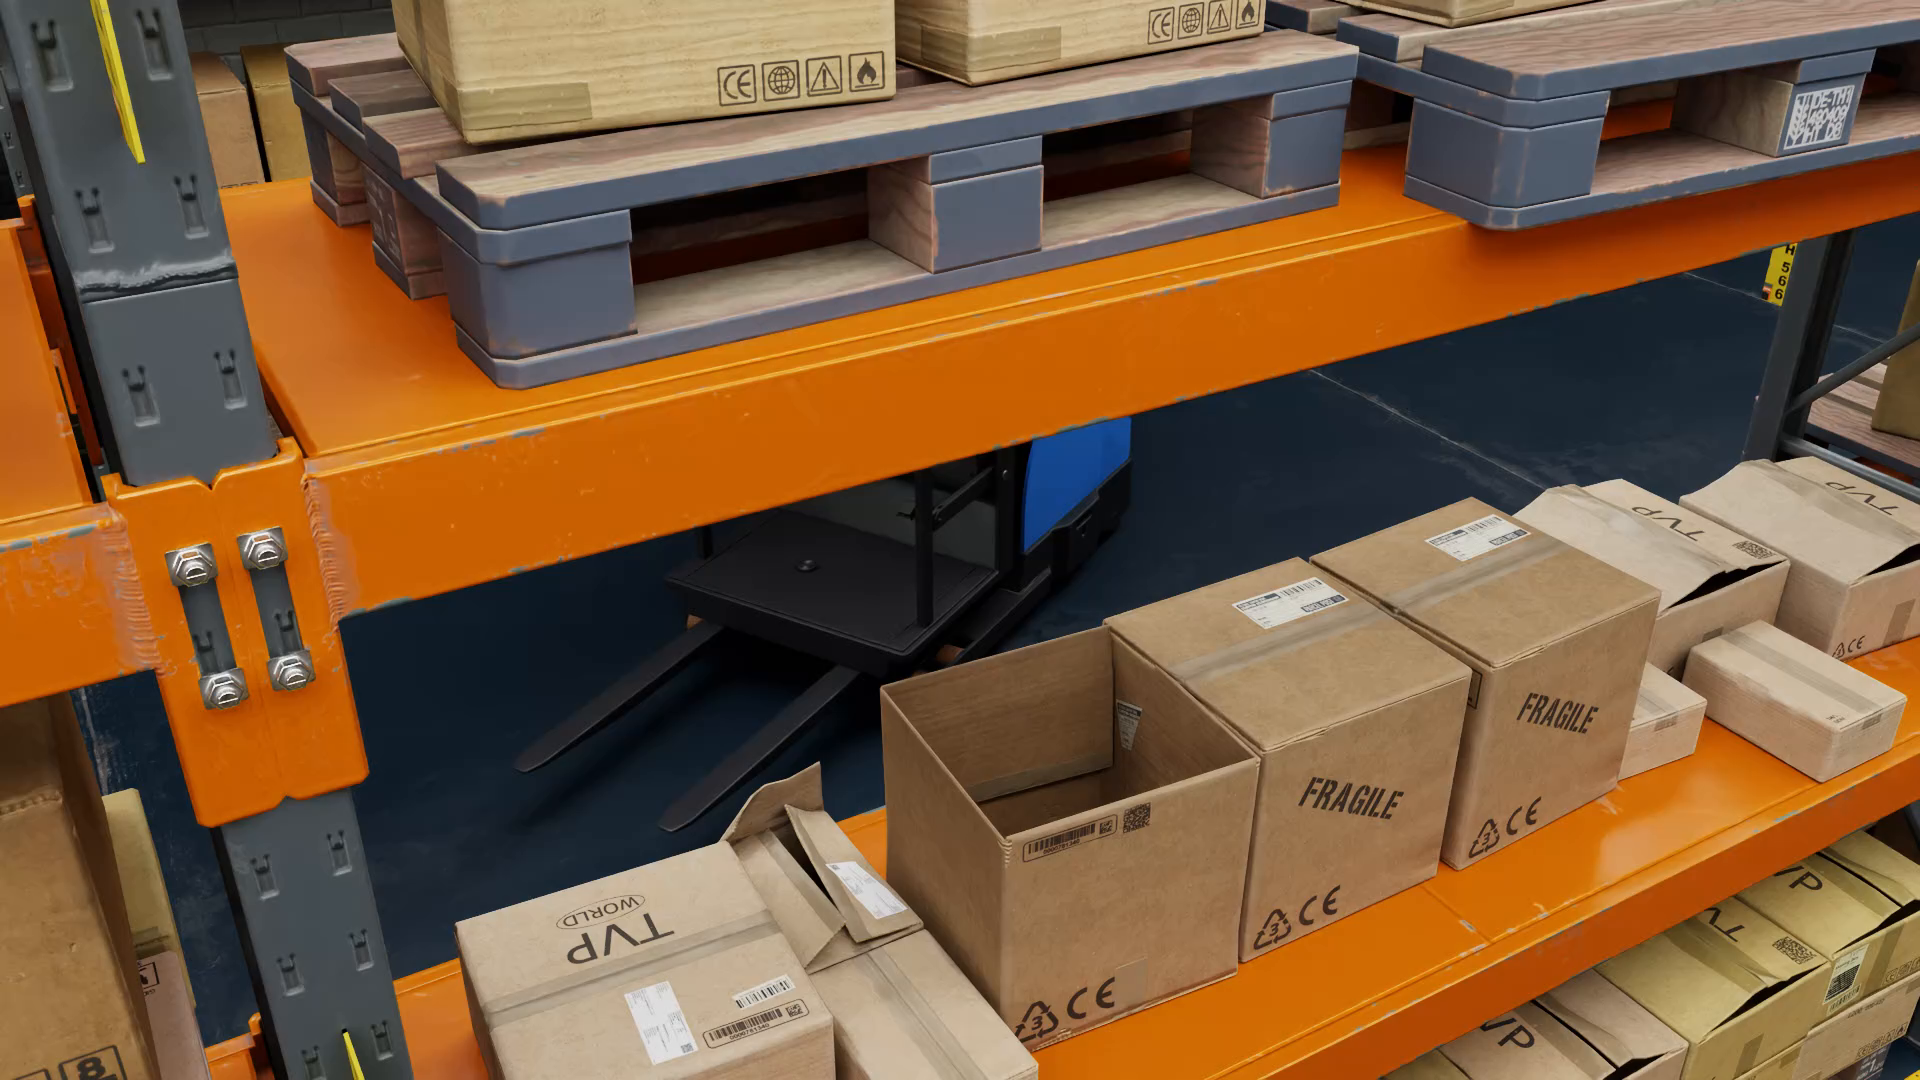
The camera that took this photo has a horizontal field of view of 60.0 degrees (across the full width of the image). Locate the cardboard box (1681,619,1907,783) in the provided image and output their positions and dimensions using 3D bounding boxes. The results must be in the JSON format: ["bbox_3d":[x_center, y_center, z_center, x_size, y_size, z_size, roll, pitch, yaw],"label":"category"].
[{"bbox_3d":[1.874,0.357,3.759,0.250,0.149,0.380,-16,33,-26],"label":"cardboard box"}]

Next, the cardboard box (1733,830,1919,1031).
[{"bbox_3d":[2.182,0.917,4.315,0.500,0.311,0.500,-15,32,-25],"label":"cardboard box"}]

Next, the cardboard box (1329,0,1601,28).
[{"bbox_3d":[0.740,-0.983,2.544,0.500,0.250,0.500,-19,34,-30],"label":"cardboard box"}]

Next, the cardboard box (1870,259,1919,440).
[{"bbox_3d":[2.995,-0.517,4.545,0.700,0.500,0.500,22,36,34],"label":"cardboard box"}]

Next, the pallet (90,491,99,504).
[{"bbox_3d":[-4.014,0.228,6.619,1.213,0.211,1.003,-16,33,-26],"label":"pallet"}]

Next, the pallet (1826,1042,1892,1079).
[{"bbox_3d":[1.779,1.318,4.644,1.213,0.211,1.003,-16,33,-26],"label":"pallet"}]

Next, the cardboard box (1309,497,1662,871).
[{"bbox_3d":[1.071,0.285,3.525,0.500,0.500,0.500,-18,34,-29],"label":"cardboard box"}]

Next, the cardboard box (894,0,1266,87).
[{"bbox_3d":[0.069,-0.823,2.253,0.500,0.250,0.500,-19,34,-31],"label":"cardboard box"}]

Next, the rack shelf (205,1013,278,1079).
[{"bbox_3d":[-2.664,1.695,1.818,4.000,0.370,1.077,-16,33,-26],"label":"rack shelf"}]

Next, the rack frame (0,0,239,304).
[{"bbox_3d":[-0.940,-1.736,1.082,0.127,3.000,1.000,-16,33,-26],"label":"rack frame"}]

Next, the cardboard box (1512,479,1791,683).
[{"bbox_3d":[1.640,0.089,4.077,0.500,0.311,0.500,-16,33,-27],"label":"cardboard box"}]

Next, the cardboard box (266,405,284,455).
[{"bbox_3d":[-2.826,-0.457,7.106,0.500,0.500,0.700,-15,32,-25],"label":"cardboard box"}]

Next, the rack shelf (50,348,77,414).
[{"bbox_3d":[-5.177,-0.368,5.556,4.000,0.370,1.077,-16,33,-26],"label":"rack shelf"}]

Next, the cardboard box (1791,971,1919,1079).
[{"bbox_3d":[2.179,1.162,4.451,0.500,0.250,0.500,-15,32,-25],"label":"cardboard box"}]

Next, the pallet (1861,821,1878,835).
[{"bbox_3d":[3.172,0.965,5.282,1.213,0.211,1.003,-16,33,-26],"label":"pallet"}]

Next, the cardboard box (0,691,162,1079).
[{"bbox_3d":[-1.319,0.390,1.992,0.500,0.500,0.700,-16,33,-26],"label":"cardboard box"}]

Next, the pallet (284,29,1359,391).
[{"bbox_3d":[-0.186,-0.560,2.254,1.217,0.209,0.805,-17,33,-28],"label":"pallet"}]

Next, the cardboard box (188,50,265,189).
[{"bbox_3d":[-2.996,-1.519,6.339,0.500,0.500,0.700,-16,33,-26],"label":"cardboard box"}]

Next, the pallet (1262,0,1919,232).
[{"bbox_3d":[1.007,-0.841,2.760,1.213,0.211,1.003,-14,32,-24],"label":"pallet"}]

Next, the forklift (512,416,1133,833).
[{"bbox_3d":[-0.419,-0.896,5.841,1.130,2.935,3.031,16,33,26],"label":"forklift"}]

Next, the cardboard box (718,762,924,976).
[{"bbox_3d":[-0.275,0.658,3.093,0.258,0.266,0.396,-17,33,-28],"label":"cardboard box"}]

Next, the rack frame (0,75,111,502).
[{"bbox_3d":[-3.453,-1.172,6.269,0.127,3.000,1.000,-16,33,-26],"label":"rack frame"}]

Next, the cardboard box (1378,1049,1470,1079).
[{"bbox_3d":[0.868,1.291,3.637,0.500,0.311,0.500,-15,32,-25],"label":"cardboard box"}]

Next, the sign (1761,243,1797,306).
[{"bbox_3d":[2.226,-0.785,4.451,0.005,0.325,0.100,-16,33,-26],"label":"sign"}]

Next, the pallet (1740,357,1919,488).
[{"bbox_3d":[3.058,-0.200,4.706,1.003,0.211,1.213,-16,33,-26],"label":"pallet"}]

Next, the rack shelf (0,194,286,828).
[{"bbox_3d":[-2.664,0.382,1.094,4.000,0.370,1.077,-16,33,-26],"label":"rack shelf"}]

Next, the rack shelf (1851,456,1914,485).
[{"bbox_3d":[4.233,-0.263,5.367,4.000,0.370,1.077,-16,33,-26],"label":"rack shelf"}]

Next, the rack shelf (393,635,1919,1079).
[{"bbox_3d":[0.785,0.716,3.593,4.000,0.370,1.077,-16,33,-26],"label":"rack shelf"}]

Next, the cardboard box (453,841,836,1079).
[{"bbox_3d":[-0.537,0.818,2.819,0.500,0.250,0.500,-14,32,-23],"label":"cardboard box"}]

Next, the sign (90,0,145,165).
[{"bbox_3d":[-0.657,-0.453,1.245,0.005,0.325,0.100,-16,33,-26],"label":"sign"}]

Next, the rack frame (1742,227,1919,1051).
[{"bbox_3d":[2.509,-0.089,4.306,0.127,3.000,1.000,-16,33,-26],"label":"rack frame"}]

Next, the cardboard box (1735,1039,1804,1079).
[{"bbox_3d":[1.736,1.290,4.220,0.500,0.250,0.500,-16,33,-27],"label":"cardboard box"}]

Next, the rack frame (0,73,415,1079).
[{"bbox_3d":[-0.940,0.891,2.532,0.127,3.000,1.000,-16,33,-26],"label":"rack frame"}]

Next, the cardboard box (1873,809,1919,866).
[{"bbox_3d":[3.046,0.821,4.790,0.500,0.500,0.500,-14,32,-24],"label":"cardboard box"}]

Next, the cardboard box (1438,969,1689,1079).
[{"bbox_3d":[1.301,1.169,3.858,0.500,0.311,0.500,-16,33,-27],"label":"cardboard box"}]

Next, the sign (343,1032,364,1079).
[{"bbox_3d":[-0.657,0.708,1.885,0.005,0.325,0.100,-16,33,-26],"label":"sign"}]

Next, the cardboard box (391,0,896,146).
[{"bbox_3d":[-0.404,-0.688,2.008,0.500,0.250,0.500,-12,31,-21],"label":"cardboard box"}]

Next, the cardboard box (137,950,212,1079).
[{"bbox_3d":[-1.066,0.719,2.068,0.250,0.149,0.380,-16,33,-26],"label":"cardboard box"}]

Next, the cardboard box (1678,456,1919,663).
[{"bbox_3d":[2.173,0.021,4.199,0.500,0.311,0.500,-14,32,-23],"label":"cardboard box"}]

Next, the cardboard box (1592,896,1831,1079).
[{"bbox_3d":[1.737,1.047,4.080,0.500,0.311,0.500,-16,33,-27],"label":"cardboard box"}]

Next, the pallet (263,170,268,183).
[{"bbox_3d":[-2.720,-1.215,6.545,1.213,0.211,1.003,-16,33,-26],"label":"pallet"}]

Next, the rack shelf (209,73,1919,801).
[{"bbox_3d":[0.785,-0.597,2.868,4.000,0.370,1.077,-16,33,-26],"label":"rack shelf"}]

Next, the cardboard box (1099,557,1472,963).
[{"bbox_3d":[0.617,0.414,3.292,0.500,0.500,0.500,-16,33,-26],"label":"cardboard box"}]

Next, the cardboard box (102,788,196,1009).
[{"bbox_3d":[-1.269,0.548,2.378,0.250,0.149,0.380,-16,33,-26],"label":"cardboard box"}]

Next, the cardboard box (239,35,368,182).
[{"bbox_3d":[-2.511,-1.653,6.581,0.500,0.500,0.700,-12,31,-21],"label":"cardboard box"}]

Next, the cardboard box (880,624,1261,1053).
[{"bbox_3d":[0.185,0.537,3.070,0.500,0.500,0.500,-13,32,-23],"label":"cardboard box"}]

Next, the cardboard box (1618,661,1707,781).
[{"bbox_3d":[1.438,0.357,3.758,0.250,0.149,0.380,-13,32,-23],"label":"cardboard box"}]

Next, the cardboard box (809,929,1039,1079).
[{"bbox_3d":[-0.072,0.869,2.831,0.250,0.149,0.380,-16,33,-26],"label":"cardboard box"}]
